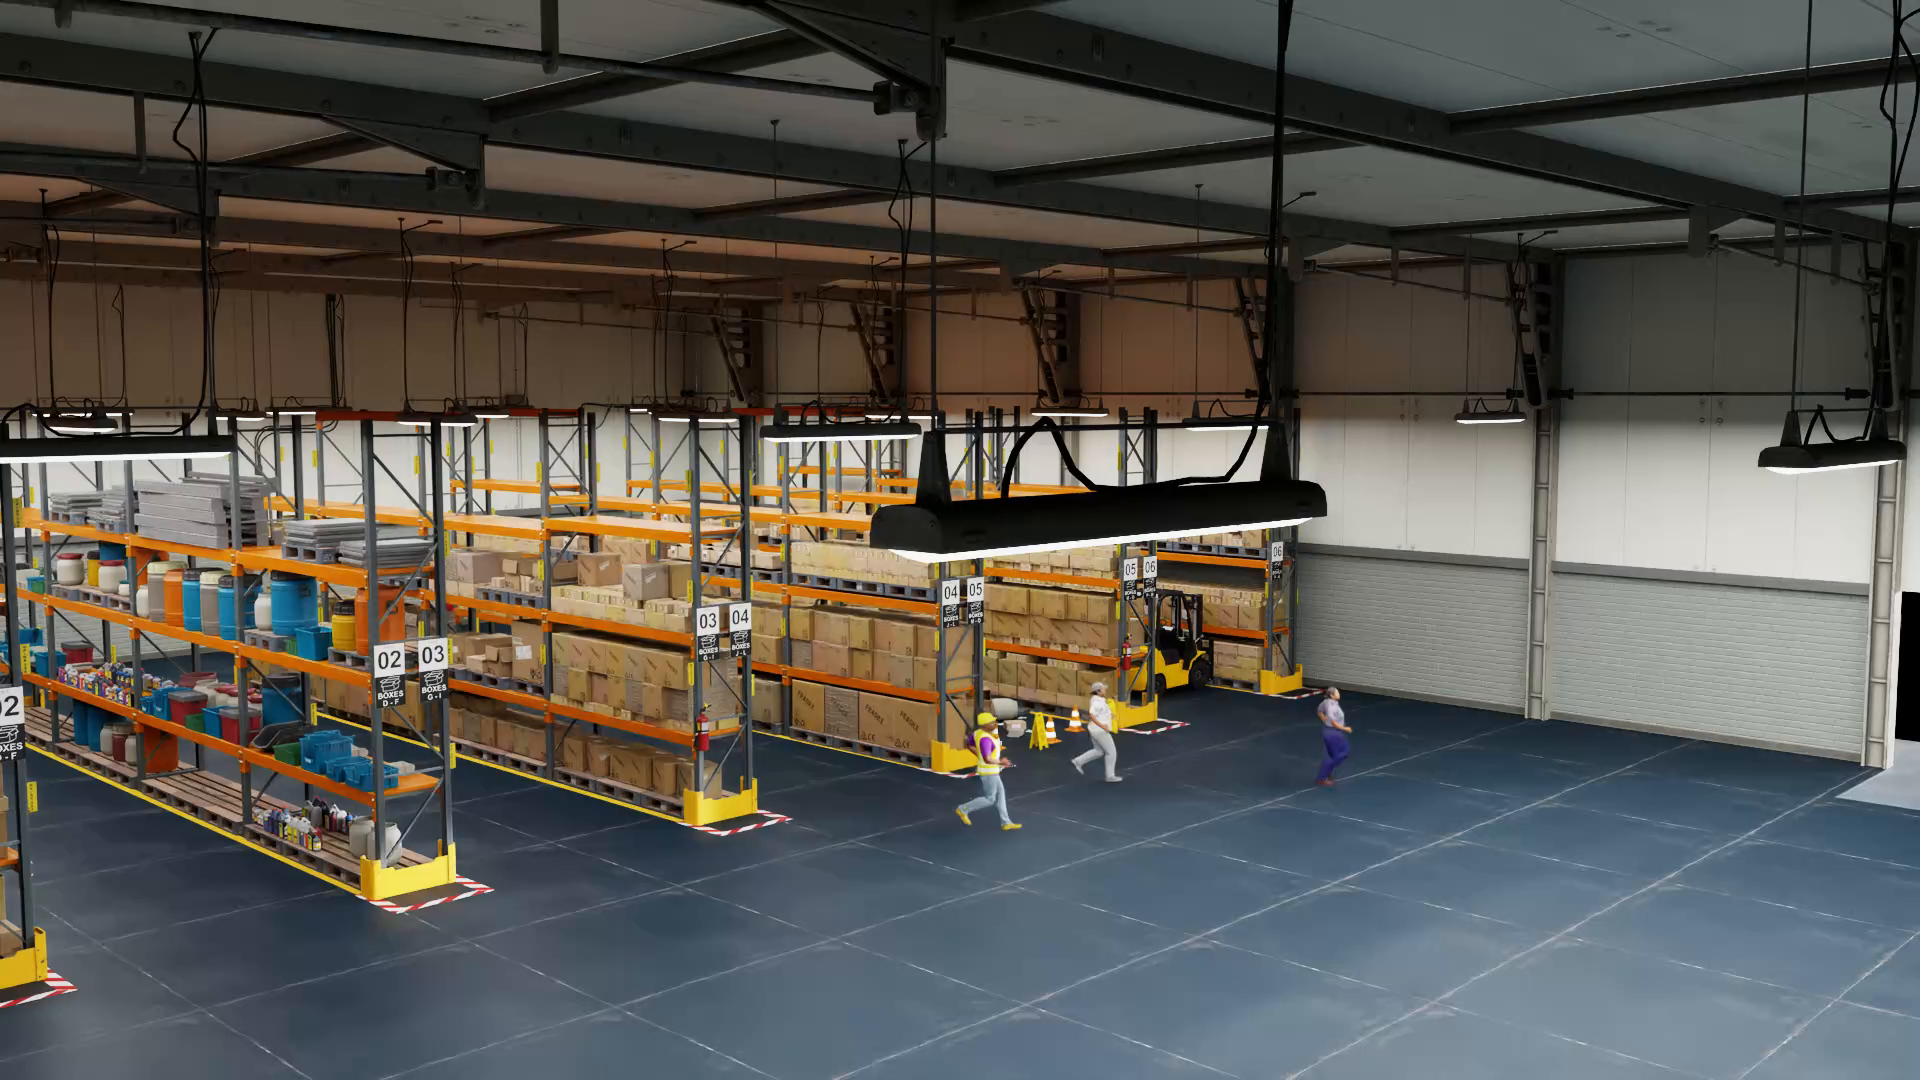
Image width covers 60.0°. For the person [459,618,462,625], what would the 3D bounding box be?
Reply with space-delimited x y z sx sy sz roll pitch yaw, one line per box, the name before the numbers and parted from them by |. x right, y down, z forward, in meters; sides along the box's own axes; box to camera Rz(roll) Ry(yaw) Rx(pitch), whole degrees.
person | -12.249 2.216 40.342 0.451 0.964 0.676 4 6 39

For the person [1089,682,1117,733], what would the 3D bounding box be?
person | 2.321 2.704 27.032 0.515 0.803 0.620 0 5 -3

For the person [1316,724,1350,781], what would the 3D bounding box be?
person | 6.042 3.431 26.867 0.555 0.911 0.413 0 5 4

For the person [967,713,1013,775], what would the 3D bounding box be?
person | 0.431 2.910 23.905 0.597 0.877 0.714 -1 5 -7
